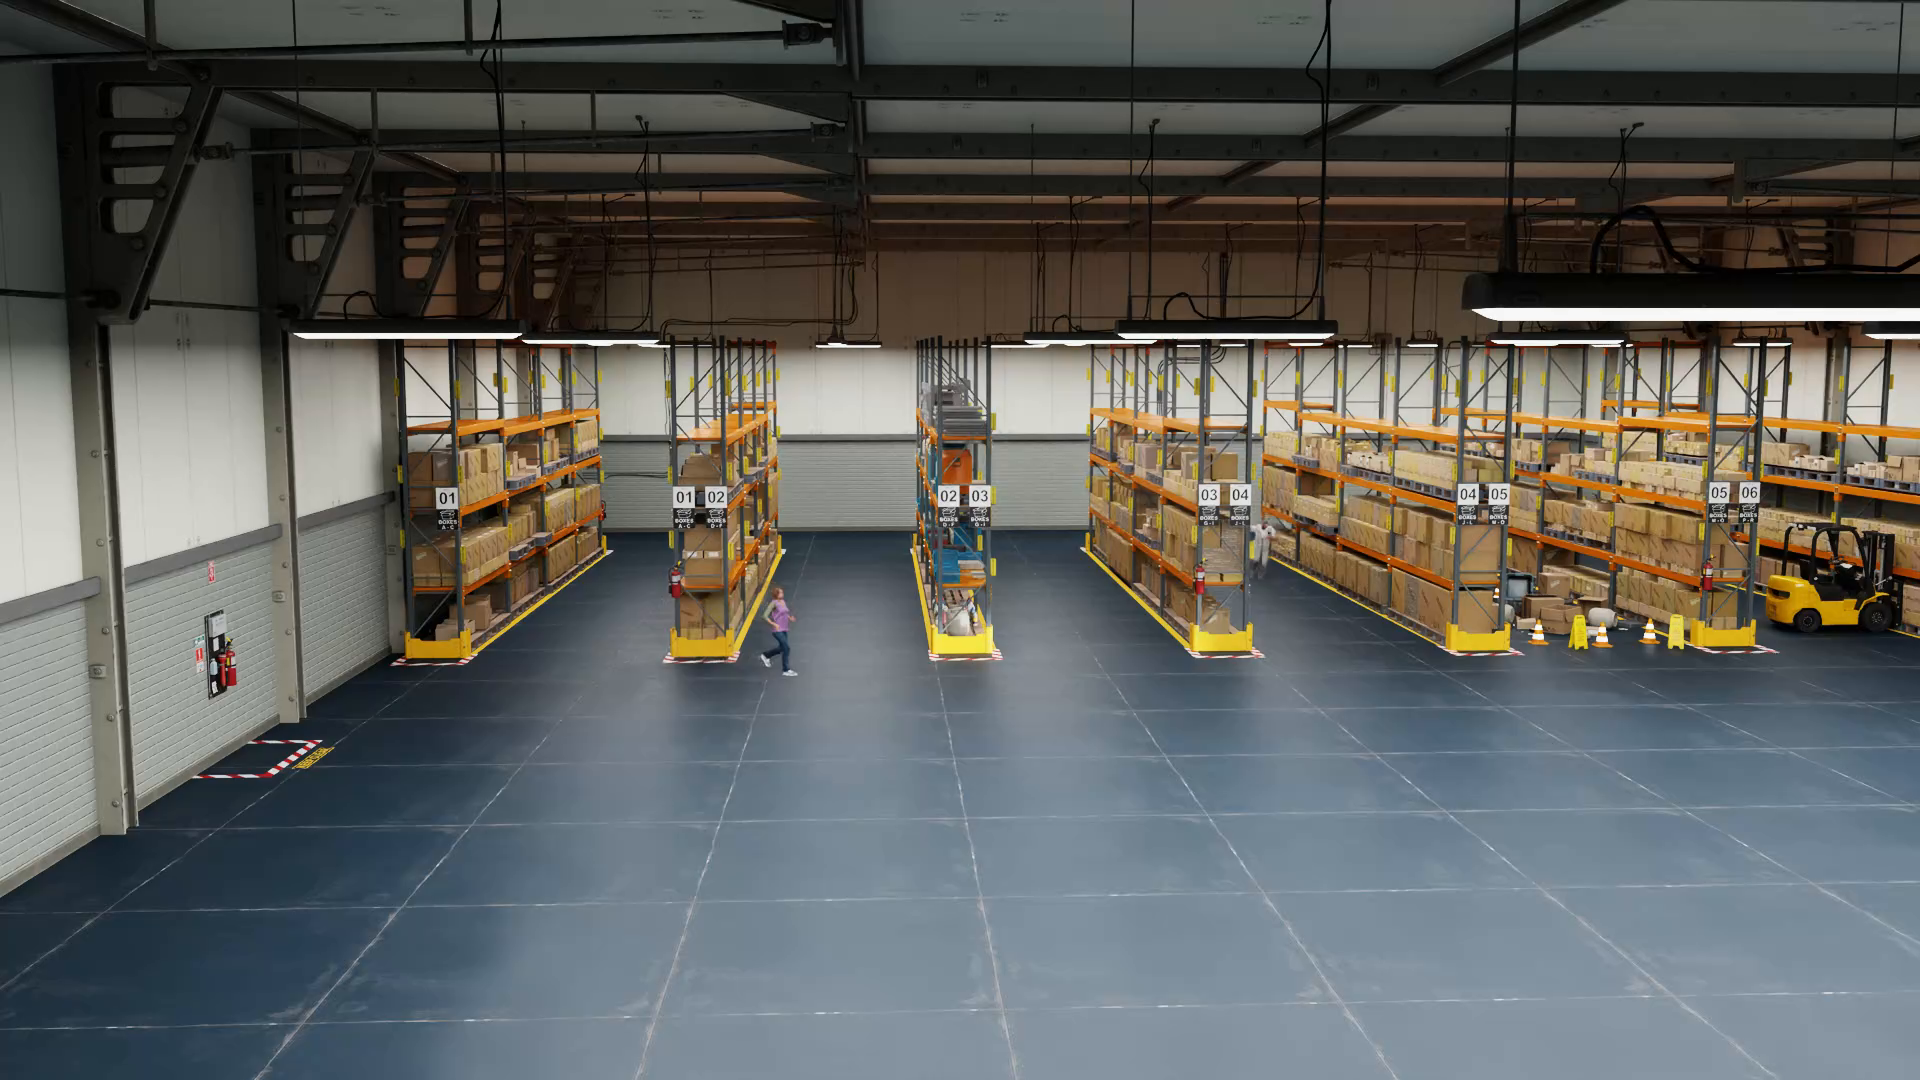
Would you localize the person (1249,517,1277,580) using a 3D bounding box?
[{"bbox_3d":[7.539,0.219,41.606,0.743,1.654,0.774,0,6,2],"label":"person"}]

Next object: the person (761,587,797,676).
[{"bbox_3d":[-3.229,1.606,29.415,0.780,1.566,0.548,3,7,25],"label":"person"}]

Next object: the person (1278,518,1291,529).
[{"bbox_3d":[9.905,-0.862,50.412,0.671,1.748,0.700,-5,8,-35],"label":"person"}]
